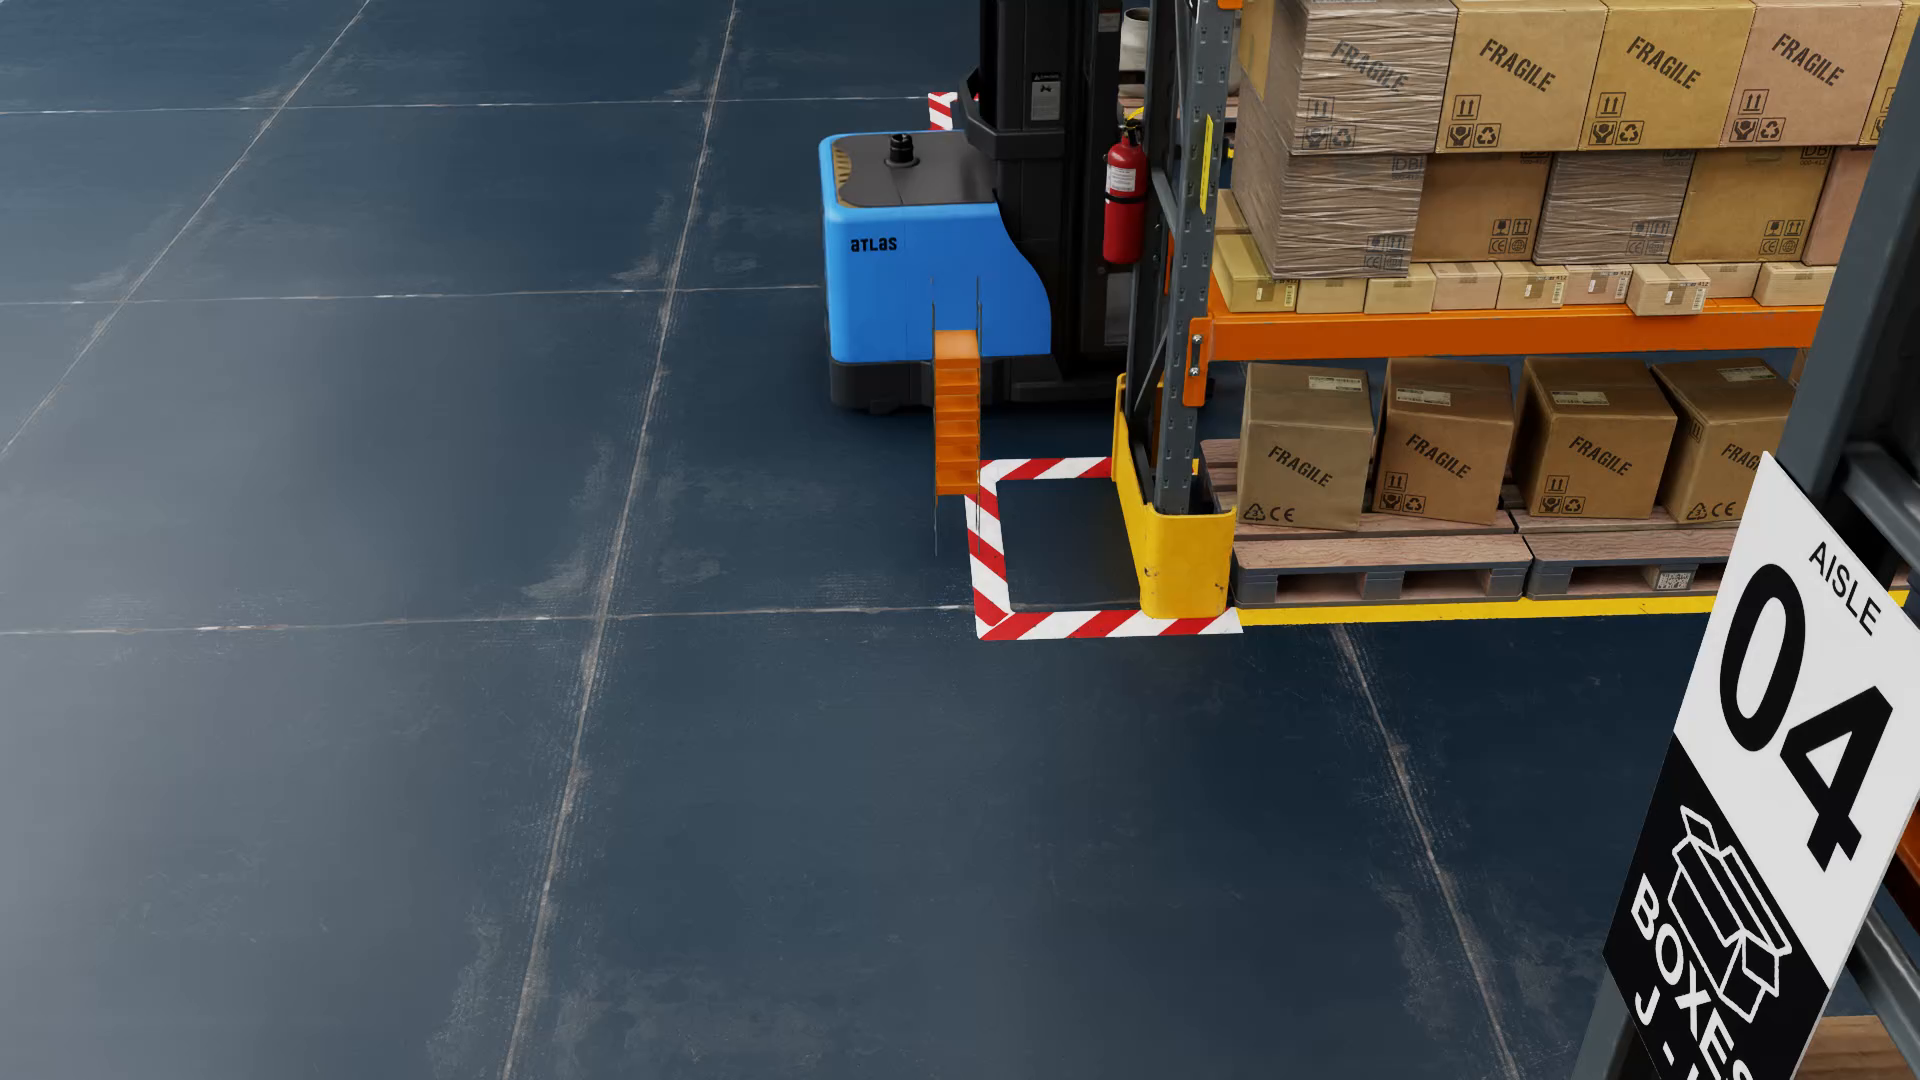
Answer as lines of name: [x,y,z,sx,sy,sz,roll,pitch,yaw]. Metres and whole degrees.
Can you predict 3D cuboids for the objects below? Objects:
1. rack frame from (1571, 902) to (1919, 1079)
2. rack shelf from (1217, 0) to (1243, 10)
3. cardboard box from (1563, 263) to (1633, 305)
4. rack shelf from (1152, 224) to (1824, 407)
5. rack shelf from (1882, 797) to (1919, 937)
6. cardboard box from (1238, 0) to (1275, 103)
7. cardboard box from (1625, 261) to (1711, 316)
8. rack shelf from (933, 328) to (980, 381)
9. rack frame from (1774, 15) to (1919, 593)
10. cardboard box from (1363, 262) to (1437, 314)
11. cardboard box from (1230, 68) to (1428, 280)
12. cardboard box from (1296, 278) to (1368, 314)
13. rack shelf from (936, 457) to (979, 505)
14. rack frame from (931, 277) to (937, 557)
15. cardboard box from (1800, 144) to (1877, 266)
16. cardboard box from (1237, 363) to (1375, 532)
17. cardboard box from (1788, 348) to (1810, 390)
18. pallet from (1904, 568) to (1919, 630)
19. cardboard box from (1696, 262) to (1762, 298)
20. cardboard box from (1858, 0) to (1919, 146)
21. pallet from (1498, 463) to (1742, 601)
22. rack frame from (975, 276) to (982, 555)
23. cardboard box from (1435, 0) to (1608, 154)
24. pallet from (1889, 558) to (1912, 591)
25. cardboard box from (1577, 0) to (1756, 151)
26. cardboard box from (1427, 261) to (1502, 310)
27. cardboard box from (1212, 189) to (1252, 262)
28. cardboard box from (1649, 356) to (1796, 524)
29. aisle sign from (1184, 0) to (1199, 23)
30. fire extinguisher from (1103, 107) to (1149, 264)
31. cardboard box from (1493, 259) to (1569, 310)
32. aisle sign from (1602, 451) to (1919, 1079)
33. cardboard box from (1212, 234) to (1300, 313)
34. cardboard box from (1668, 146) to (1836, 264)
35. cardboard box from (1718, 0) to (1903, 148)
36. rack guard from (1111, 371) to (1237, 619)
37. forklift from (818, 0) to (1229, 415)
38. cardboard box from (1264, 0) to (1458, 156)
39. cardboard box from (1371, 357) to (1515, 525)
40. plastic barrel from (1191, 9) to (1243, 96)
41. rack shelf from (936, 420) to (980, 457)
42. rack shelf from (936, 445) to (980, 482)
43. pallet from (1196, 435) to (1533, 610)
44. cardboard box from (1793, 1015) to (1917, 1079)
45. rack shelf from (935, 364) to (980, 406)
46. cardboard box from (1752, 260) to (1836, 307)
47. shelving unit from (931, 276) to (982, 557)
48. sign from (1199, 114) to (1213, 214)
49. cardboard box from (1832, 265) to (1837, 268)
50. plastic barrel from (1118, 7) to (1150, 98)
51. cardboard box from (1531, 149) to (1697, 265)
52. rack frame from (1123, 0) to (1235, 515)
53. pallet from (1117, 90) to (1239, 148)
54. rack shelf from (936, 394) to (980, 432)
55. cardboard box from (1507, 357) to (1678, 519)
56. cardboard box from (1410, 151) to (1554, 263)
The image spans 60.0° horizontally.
rack frame: [0.954,1.579,2.333,0.127,3.000,1.000,-2,35,-2]
rack shelf: [2.818,-2.235,5.840,4.000,0.370,1.077,-2,35,-2]
cardboard box: [2.364,-1.050,6.352,0.250,0.149,0.380,-2,35,-2]
rack shelf: [2.818,-1.002,6.694,4.000,0.370,1.077,-2,35,-2]
rack shelf: [2.952,0.587,1.762,4.000,0.370,1.077,-2,35,-2]
cardboard box: [1.358,-1.973,6.238,0.500,0.500,0.500,-2,35,-2]
cardboard box: [2.619,-0.998,6.277,0.250,0.149,0.380,-2,35,-2]
rack shelf: [-0.015,-0.752,6.728,0.180,0.103,0.258,-2,35,-2]
rack frame: [0.954,-0.888,0.626,0.127,3.000,1.000,-2,35,-2]
cardboard box: [1.617,-1.007,6.289,0.250,0.149,0.380,-2,35,-2]
cardboard box: [1.371,-1.406,6.297,0.500,0.500,0.875,-2,35,-2]
cardboard box: [1.367,-1.008,6.292,0.250,0.149,0.380,-2,35,-2]
rack shelf: [-0.015,-0.259,7.070,0.180,0.103,0.258,-2,35,-2]
rack frame: [-0.106,-0.491,6.904,0.006,1.200,0.240,-2,35,-2]
cardboard box: [3.367,-1.474,6.394,0.500,0.500,0.875,-2,35,-2]
cardboard box: [1.445,-0.396,7.013,0.500,0.500,0.500,5,35,7]
cardboard box: [3.842,-0.488,7.147,0.500,0.500,0.500,9,36,13]
pallet: [1.694,0.356,1.542,1.213,0.211,1.003,-2,35,-2]
cardboard box: [2.862,-1.080,6.395,0.250,0.149,0.380,-2,35,-2]
cardboard box: [3.380,-1.730,5.886,0.500,0.500,0.500,-2,35,-2]
pallet: [2.925,-0.132,7.255,1.213,0.211,1.003,-2,35,-2]
rack frame: [0.077,-0.496,6.911,0.006,1.200,0.240,-2,35,-2]
cardboard box: [1.882,-1.688,5.825,0.500,0.500,0.500,-2,35,-2]
pallet: [4.146,-0.167,7.305,1.213,0.211,1.003,-2,35,-2]
cardboard box: [2.382,-1.702,5.845,0.500,0.500,0.500,-2,35,-2]
cardboard box: [1.866,-1.025,6.316,0.250,0.149,0.380,-2,35,-2]
cardboard box: [1.095,-1.265,6.663,0.250,0.149,0.380,-2,35,-2]
cardboard box: [3.226,-0.427,7.059,0.500,0.500,0.500,-4,35,-6]
aisle sign: [0.772,-2.140,5.422,0.004,0.787,0.394,-2,35,-2]
fire extinguisher: [0.684,-1.471,6.807,0.183,0.674,0.296,-2,35,-2]
cardboard box: [2.116,-1.028,6.320,0.250,0.149,0.380,-2,35,-2]
aisle sign: [0.869,0.341,1.837,0.004,0.787,0.394,-2,35,-2]
cardboard box: [1.116,-1.012,6.298,0.250,0.149,0.380,-2,35,-2]
cardboard box: [2.866,-1.484,6.409,0.500,0.500,0.875,-2,35,-2]
cardboard box: [2.881,-1.719,5.870,0.500,0.500,0.500,-2,35,-2]
rack guard: [0.896,-0.218,7.125,0.348,0.500,1.175,-2,35,-2]
forklift: [0.834,-2.161,7.796,3.031,2.935,1.130,-3,35,-5]
cardboard box: [1.382,-1.678,5.811,0.500,0.500,0.500,-2,35,-2]
cardboard box: [2.040,-0.431,7.065,0.500,0.500,0.500,7,35,10]
plastic barrel: [1.740,-3.283,11.176,0.421,0.512,0.421,0,35,0]
rack shelf: [-0.015,-0.456,6.933,0.180,0.103,0.258,-2,35,-2]
rack shelf: [-0.015,-0.358,7.002,0.180,0.103,0.258,-2,35,-2]
pallet: [1.709,-0.101,7.210,1.213,0.211,1.003,-2,35,-2]
cardboard box: [1.326,1.085,1.966,0.550,0.550,0.875,-2,35,-2]
rack shelf: [-0.015,-0.654,6.797,0.180,0.103,0.258,-2,35,-2]
cardboard box: [3.116,-1.043,6.342,0.250,0.149,0.380,-2,35,-2]
shelving unit: [-0.015,-0.493,6.908,0.189,1.200,0.258,-2,35,-2]
sign: [0.846,-1.291,5.719,0.005,0.325,0.100,-2,35,-2]
cardboard box: [3.364,-1.070,6.381,0.250,0.149,0.380,-2,35,-2]
plastic barrel: [1.239,-3.270,11.156,0.421,0.512,0.421,0,35,0]
cardboard box: [2.366,-1.477,6.399,0.500,0.500,0.875,-2,35,-2]
rack frame: [0.820,-1.244,6.411,0.127,3.000,1.000,-2,35,-2]
pallet: [1.471,-2.960,11.342,1.213,0.211,1.003,-2,35,-2]
rack shelf: [-0.015,-0.555,6.865,0.180,0.103,0.258,-2,35,-2]
cardboard box: [2.666,-0.437,7.074,0.500,0.500,0.500,2,35,2]
cardboard box: [1.865,-1.488,6.415,0.500,0.500,0.875,-2,35,-2]
